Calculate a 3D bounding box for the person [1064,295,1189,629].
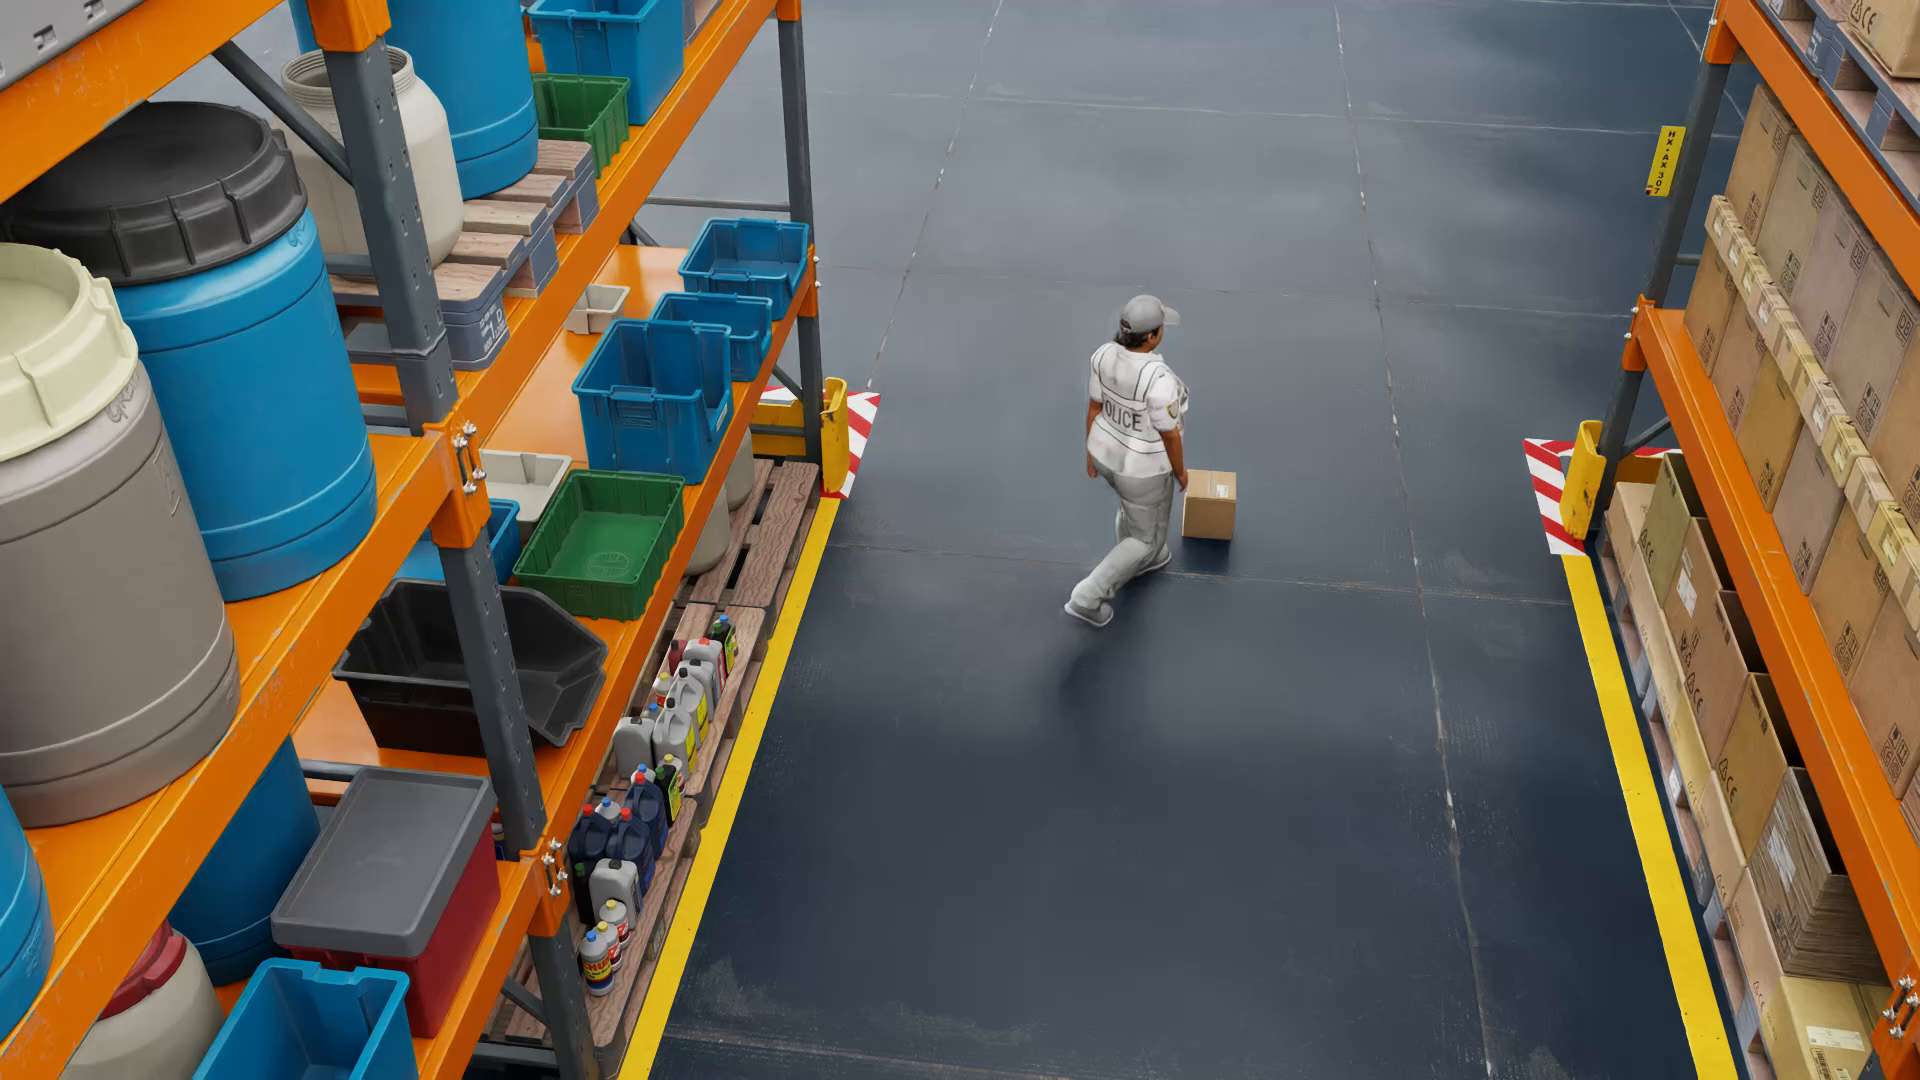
[{"bbox_3d":[0.773,-0.362,7.521,0.845,1.632,0.490,-22,42,-27],"label":"person"}]
